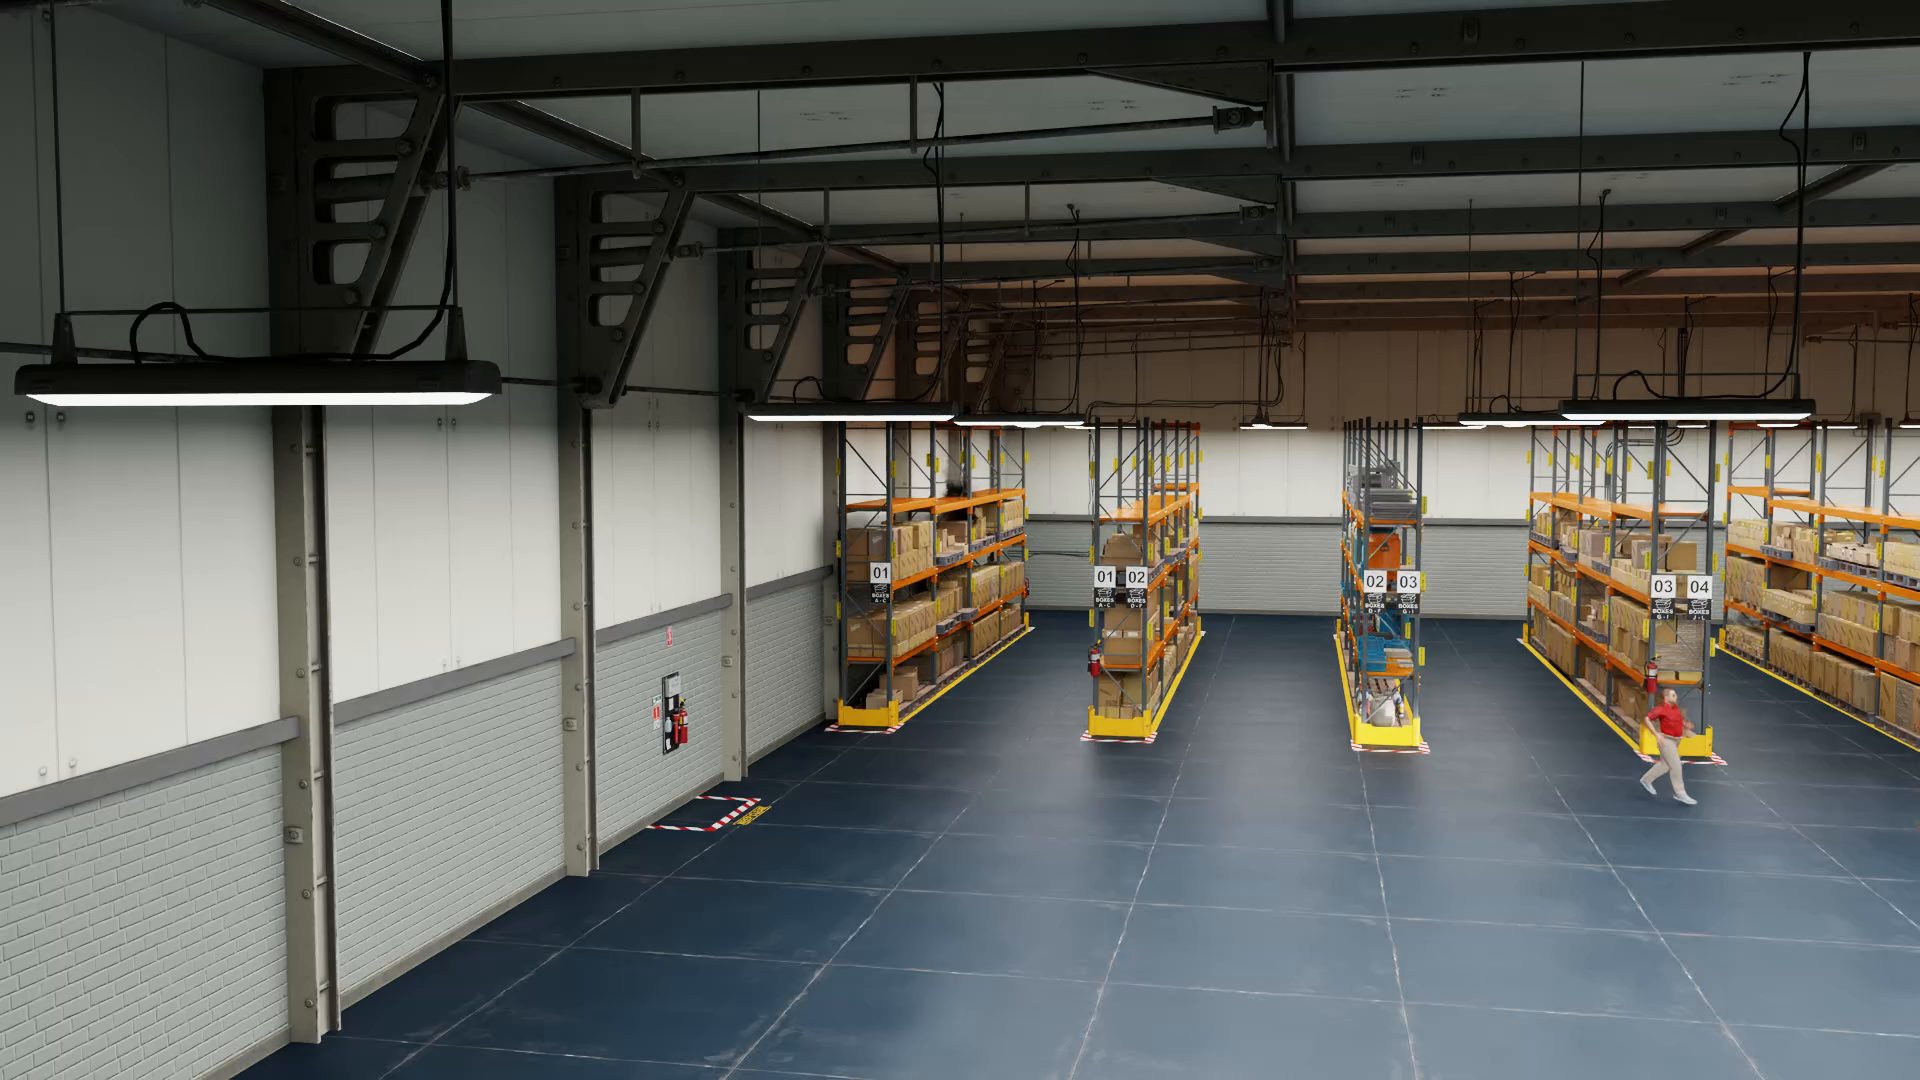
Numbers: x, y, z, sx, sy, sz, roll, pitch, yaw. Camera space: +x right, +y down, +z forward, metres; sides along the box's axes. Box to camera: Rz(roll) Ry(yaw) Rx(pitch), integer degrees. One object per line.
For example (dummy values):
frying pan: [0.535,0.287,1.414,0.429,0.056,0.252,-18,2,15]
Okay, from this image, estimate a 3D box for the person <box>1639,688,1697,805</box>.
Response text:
person: [10.993,3.161,25.768,0.666,1.723,0.947,-4,5,-43]

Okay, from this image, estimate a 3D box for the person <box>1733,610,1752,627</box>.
person: [21.348,1.971,45.246,0.856,1.631,0.720,2,4,30]
